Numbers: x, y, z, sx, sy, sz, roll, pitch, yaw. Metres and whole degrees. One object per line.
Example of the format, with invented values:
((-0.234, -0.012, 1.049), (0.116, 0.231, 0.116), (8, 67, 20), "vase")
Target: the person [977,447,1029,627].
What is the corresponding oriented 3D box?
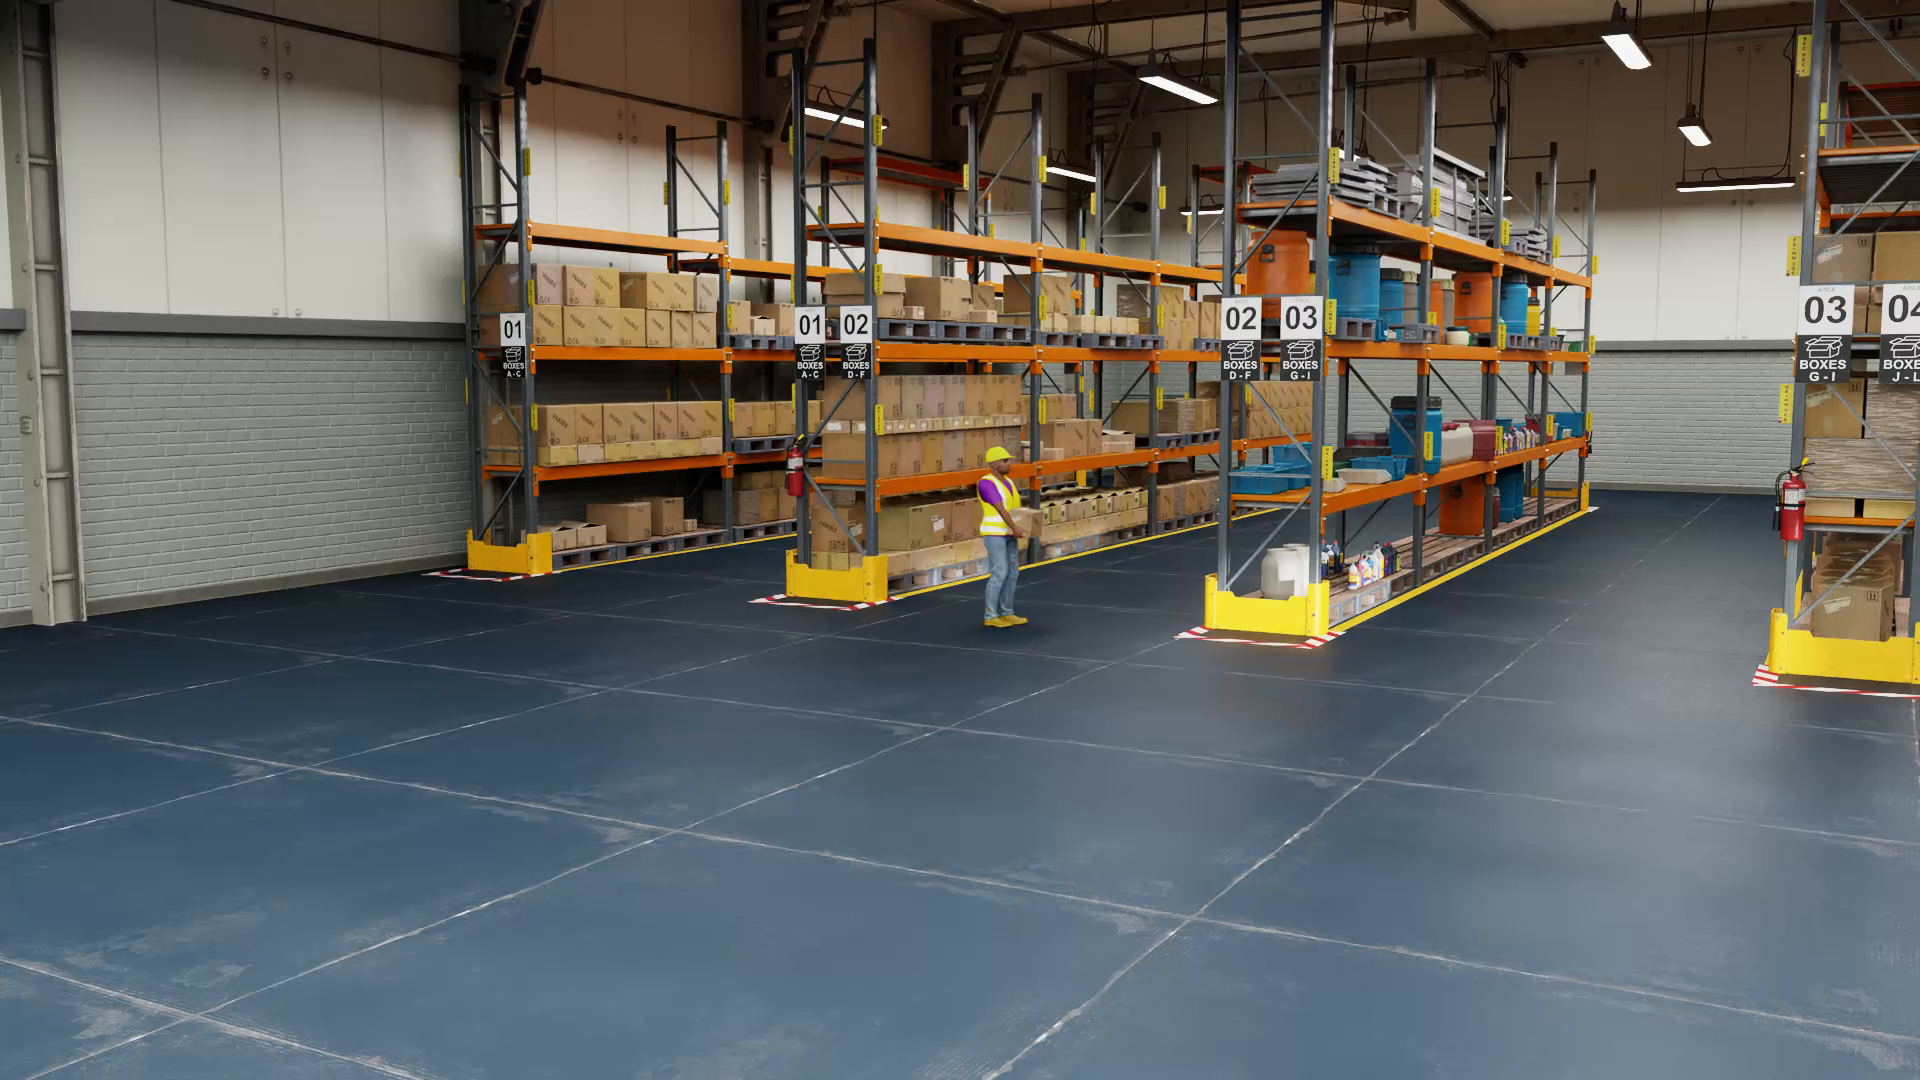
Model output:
((0.493, -0.033, 16.369), (0.581, 1.759, 0.504), (3, 7, 30), "person")
